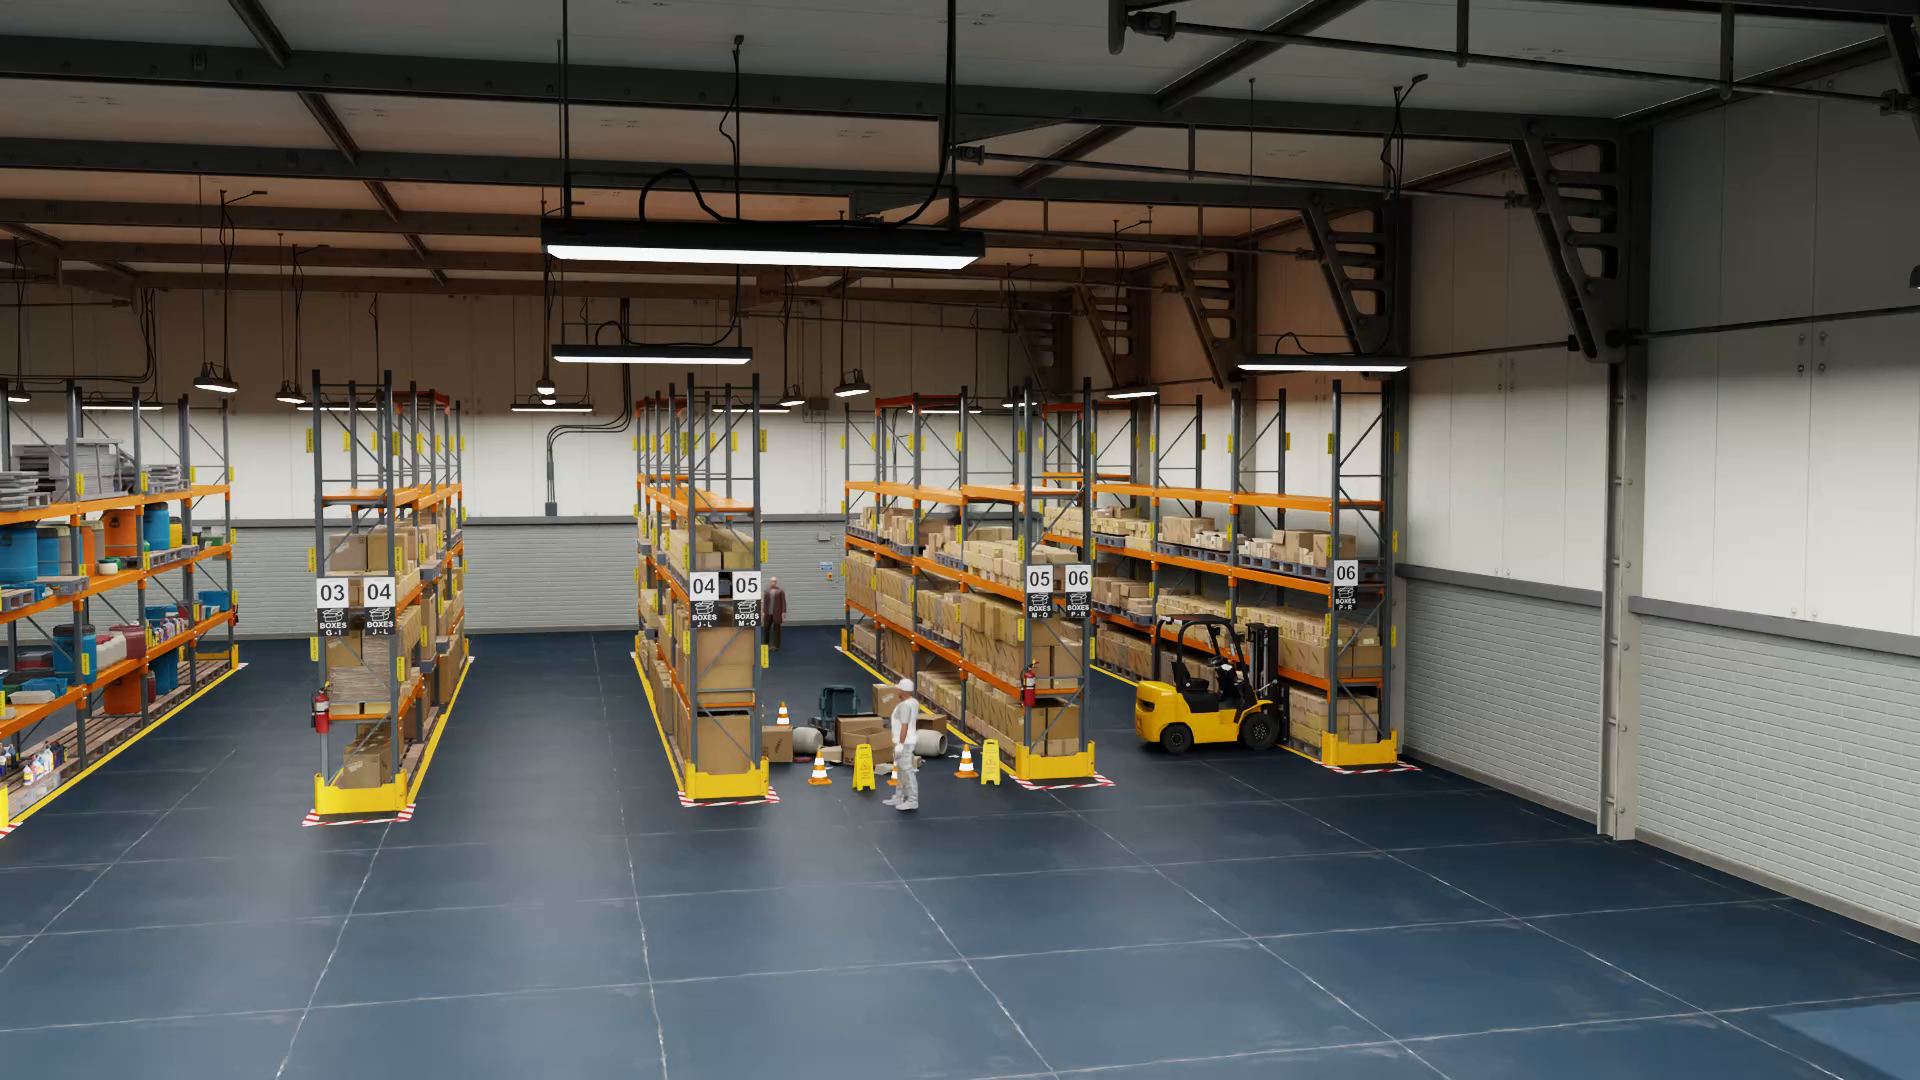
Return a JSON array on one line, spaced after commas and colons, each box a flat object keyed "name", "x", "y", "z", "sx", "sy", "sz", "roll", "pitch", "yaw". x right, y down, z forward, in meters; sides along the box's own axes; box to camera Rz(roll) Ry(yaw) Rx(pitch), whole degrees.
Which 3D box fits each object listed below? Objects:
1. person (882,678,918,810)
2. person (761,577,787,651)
[{"name": "person", "x": -0.829, "y": 2.788, "z": 22.792, "sx": 0.519, "sy": 1.796, "sz": 0.620, "roll": 0, "pitch": 3, "yaw": 2}, {"name": "person", "x": -4.535, "y": 1.808, "z": 40.267, "sx": 0.629, "sy": 1.817, "sz": 0.504, "roll": 1, "pitch": 4, "yaw": 24}]
